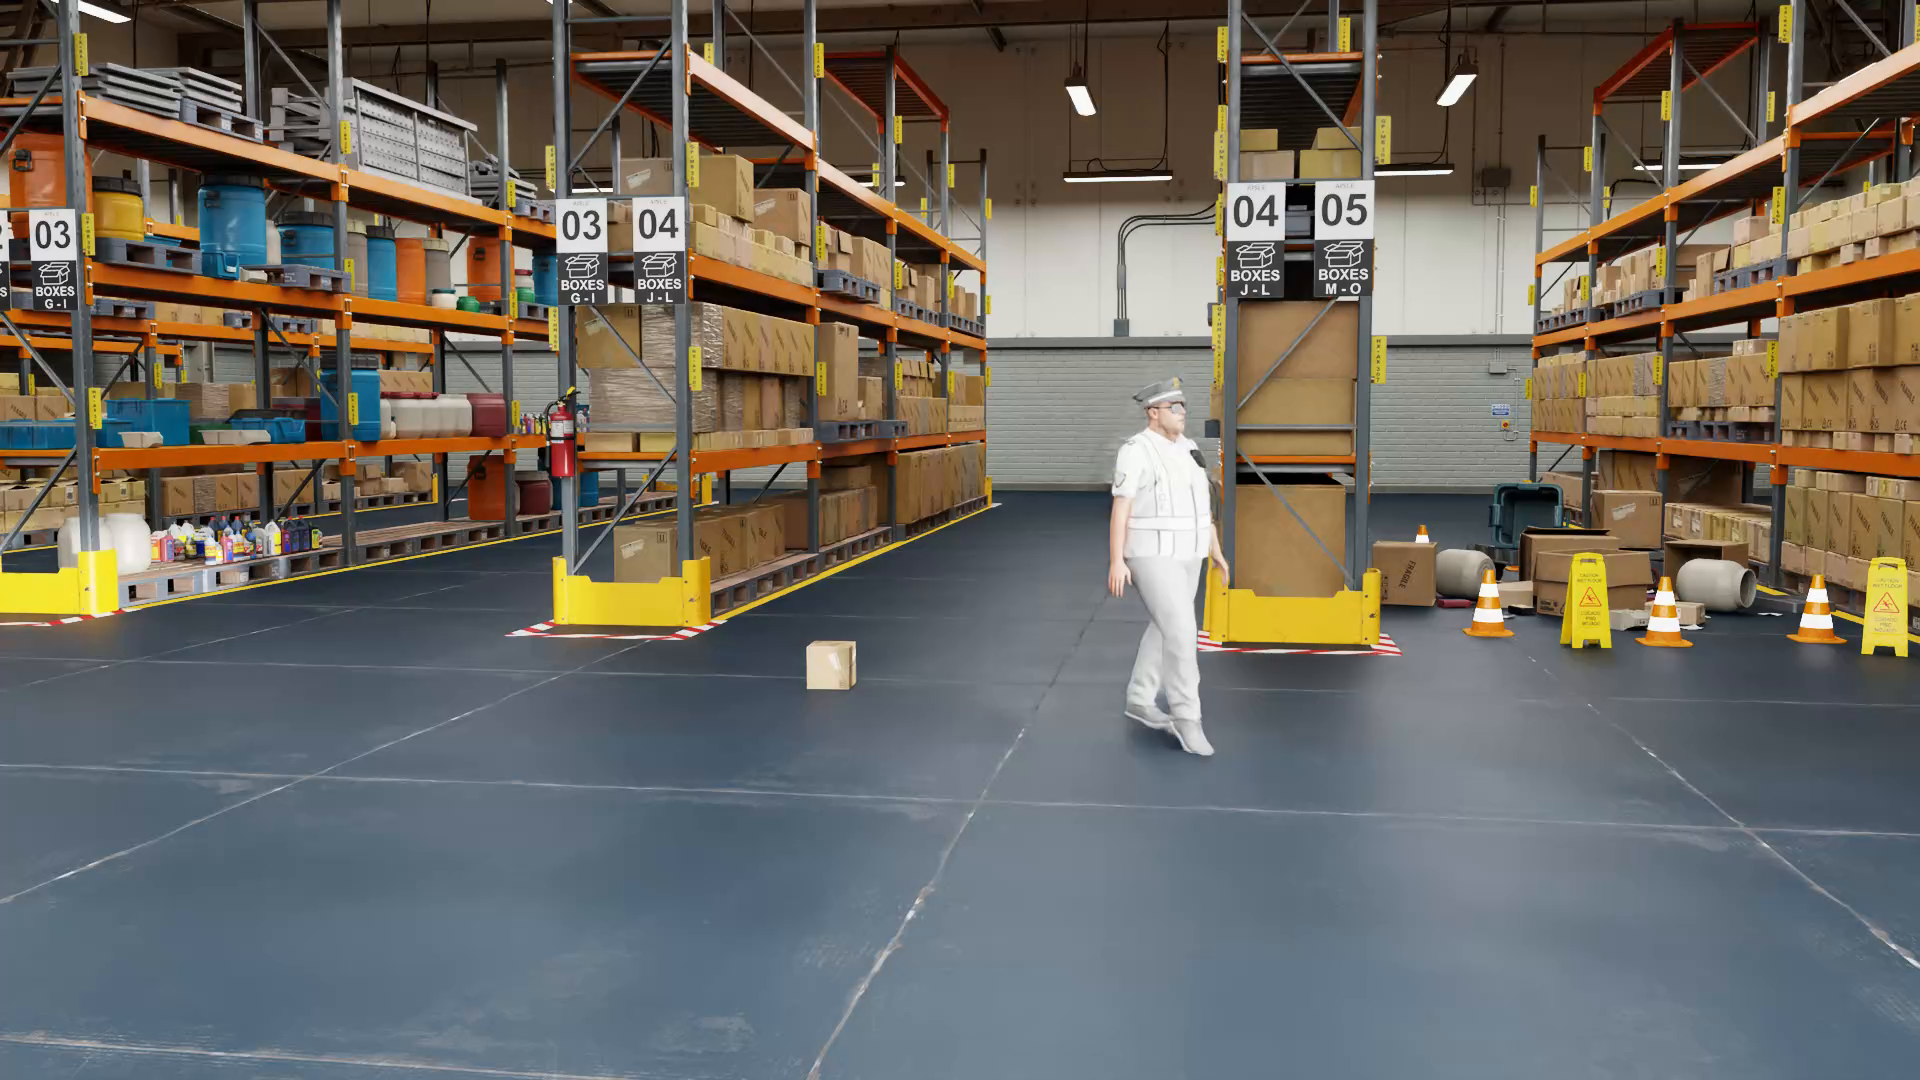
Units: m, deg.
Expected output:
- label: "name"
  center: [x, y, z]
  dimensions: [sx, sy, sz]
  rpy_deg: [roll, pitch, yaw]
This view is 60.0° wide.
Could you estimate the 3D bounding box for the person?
- label: "person"
  center: [1.066, 0.116, 8.154]
  dimensions: [0.560, 1.834, 0.725]
  rpy_deg: [-4, 6, -43]
